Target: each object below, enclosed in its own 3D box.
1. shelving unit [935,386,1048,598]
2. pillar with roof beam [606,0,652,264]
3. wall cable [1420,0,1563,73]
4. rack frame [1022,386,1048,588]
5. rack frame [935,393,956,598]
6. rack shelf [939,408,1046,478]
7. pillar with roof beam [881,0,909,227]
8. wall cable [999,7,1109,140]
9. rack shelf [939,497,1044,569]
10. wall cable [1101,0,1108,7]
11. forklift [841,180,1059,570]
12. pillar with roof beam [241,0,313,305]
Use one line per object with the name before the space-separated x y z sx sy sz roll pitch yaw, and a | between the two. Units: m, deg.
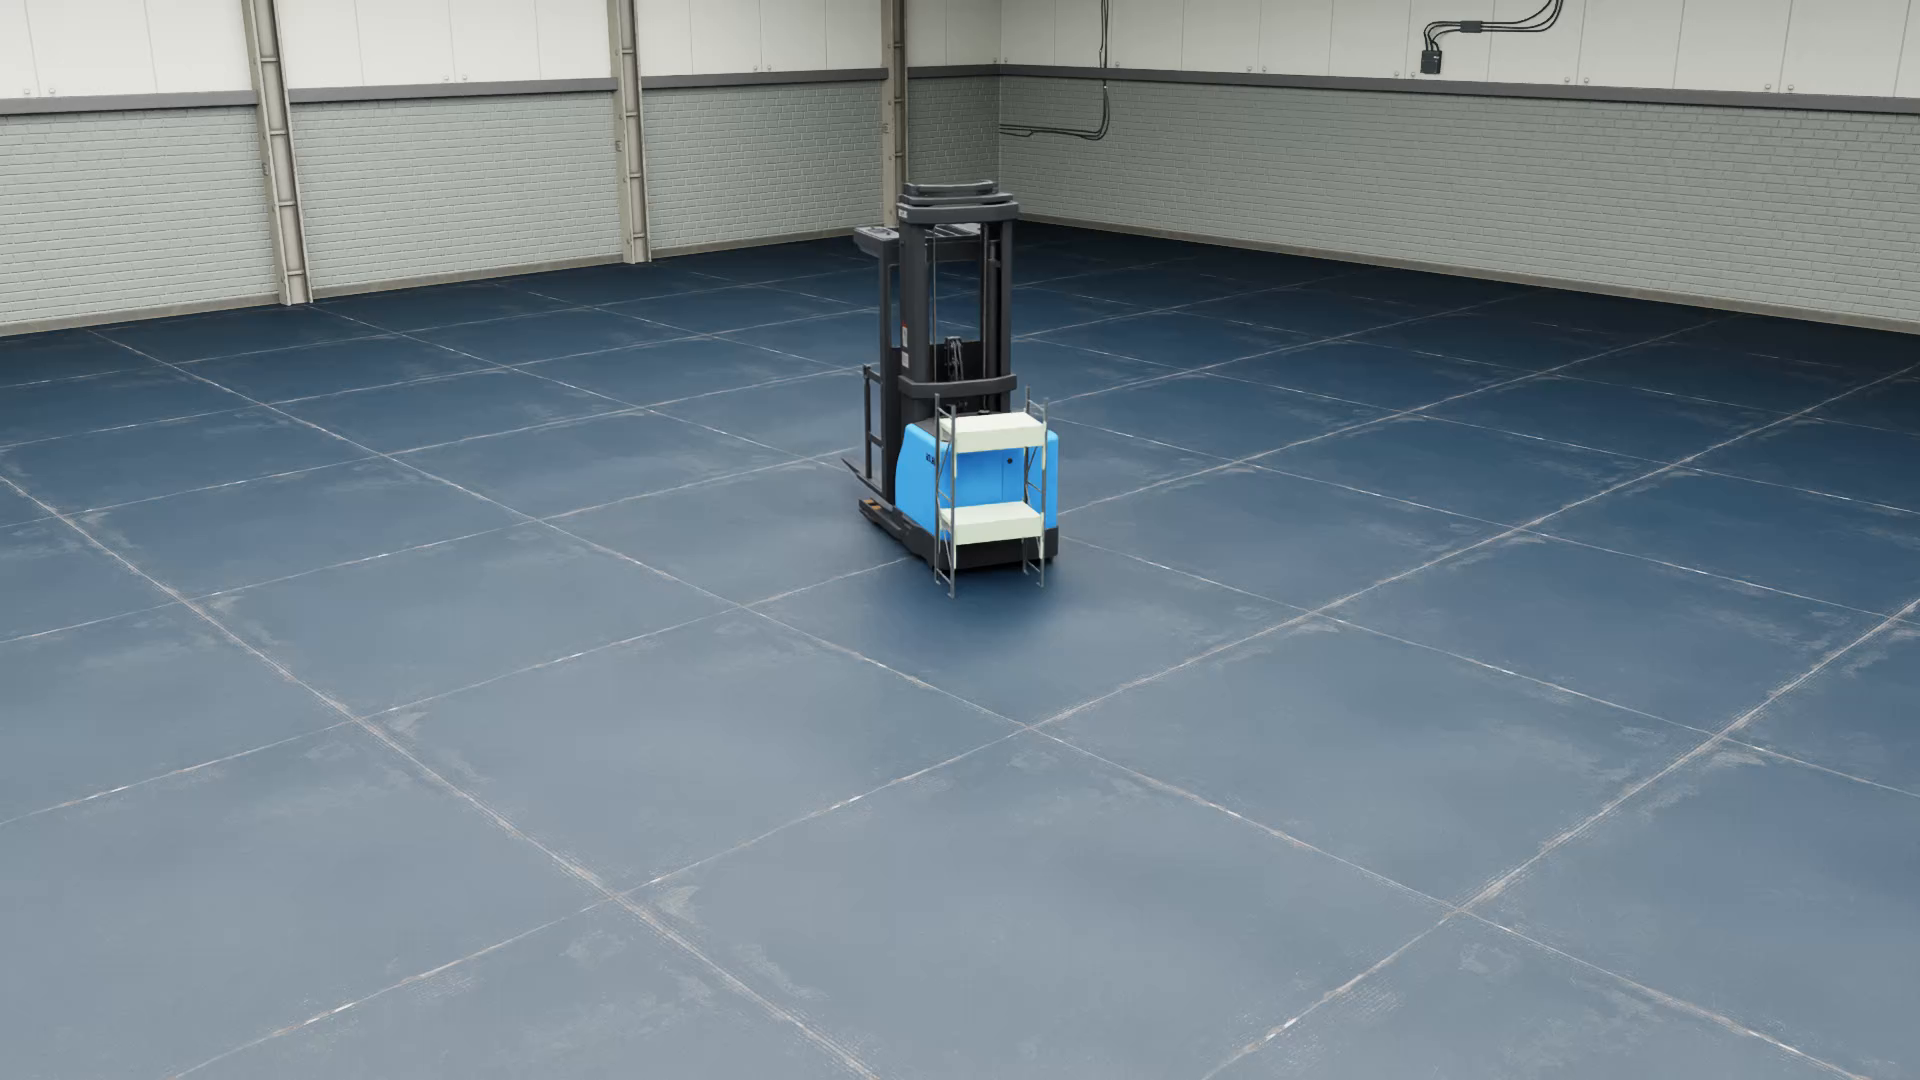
shelving unit | 0.231 -0.366 12.664 0.755 1.500 0.431 -6 20 -19
pillar with roof beam | -2.656 -8.156 24.549 0.400 9.000 9.100 -16 24 -41
wall cable | 8.306 -10.207 25.360 0.169 6.003 2.305 -16 24 -41
rack frame | 0.575 -0.404 12.781 0.023 1.500 0.400 -6 20 -19
rack frame | -0.114 -0.328 12.548 0.023 1.500 0.400 -6 20 -19
rack shelf | 0.234 -0.735 12.535 0.720 0.370 0.431 -6 20 -19
pillar with roof beam | 1.704 -9.427 28.470 0.400 9.000 9.100 -16 24 -41
wall cable | 1.795 -9.243 32.936 0.112 2.526 3.097 -16 24 -41
rack shelf | 0.228 -0.058 12.772 0.720 0.370 0.431 -6 20 -19
wall cable | 3.654 -11.039 30.287 0.112 2.526 3.097 -16 24 -41
forklift | -0.235 -1.572 14.081 1.130 2.935 3.031 -7 19 -21
pillar with roof beam | -7.016 -6.884 20.628 0.400 9.000 9.100 -16 24 -41
